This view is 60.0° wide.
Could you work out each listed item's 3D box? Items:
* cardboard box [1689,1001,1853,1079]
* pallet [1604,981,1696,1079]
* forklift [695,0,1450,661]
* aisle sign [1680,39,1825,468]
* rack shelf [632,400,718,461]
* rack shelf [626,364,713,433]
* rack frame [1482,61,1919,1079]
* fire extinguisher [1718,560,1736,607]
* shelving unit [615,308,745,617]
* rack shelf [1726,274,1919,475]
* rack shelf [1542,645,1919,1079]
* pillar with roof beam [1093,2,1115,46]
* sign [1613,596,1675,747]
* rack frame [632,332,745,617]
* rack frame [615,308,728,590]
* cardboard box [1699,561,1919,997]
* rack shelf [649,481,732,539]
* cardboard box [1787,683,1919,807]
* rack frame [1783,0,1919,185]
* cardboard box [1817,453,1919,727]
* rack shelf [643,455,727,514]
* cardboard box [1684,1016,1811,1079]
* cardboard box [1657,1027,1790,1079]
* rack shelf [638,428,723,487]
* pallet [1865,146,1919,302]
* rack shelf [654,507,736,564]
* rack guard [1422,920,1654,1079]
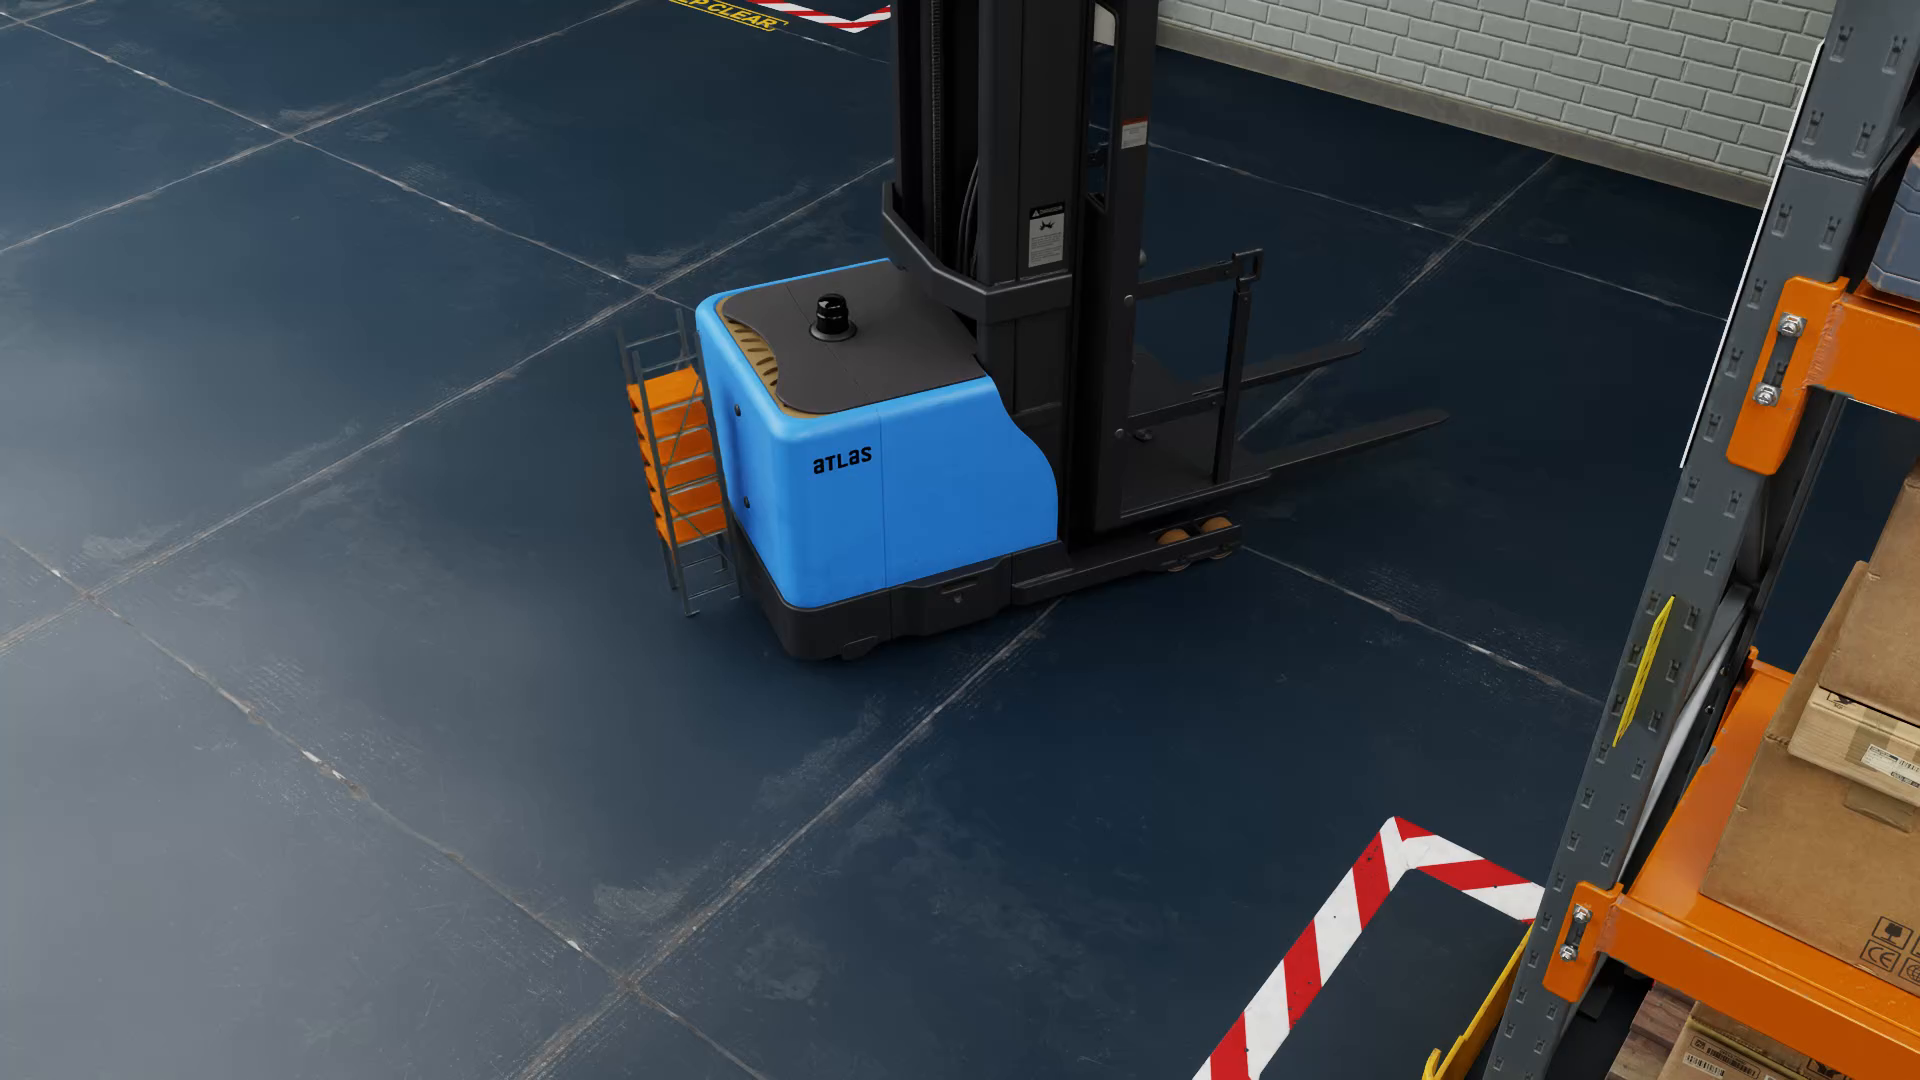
[{"bbox_3d":[2.271,1.038,4.273,0.500,0.500,0.500,25,45,29],"label":"cardboard box"},{"bbox_3d":[2.297,1.724,4.376,1.213,0.211,1.003,25,45,29],"label":"pallet"},{"bbox_3d":[0.568,-1.311,6.047,3.031,2.935,1.130,-15,41,-19],"label":"forklift"},{"bbox_3d":[1.426,-0.538,2.895,0.004,0.787,0.394,25,45,29],"label":"aisle sign"},{"bbox_3d":[-1.022,-0.409,5.972,0.258,0.103,0.180,-20,42,-19],"label":"rack shelf"},{"bbox_3d":[-1.028,-0.502,5.896,0.258,0.103,0.180,-20,42,-19],"label":"rack shelf"},{"bbox_3d":[1.665,0.361,3.856,0.127,3.000,1.000,25,45,29],"label":"rack frame"},{"bbox_3d":[1.853,0.119,4.227,0.183,0.674,0.296,25,45,29],"label":"fire extinguisher"},{"bbox_3d":[-1.013,-0.258,6.096,0.258,1.200,0.189,-20,42,-19],"label":"shelving unit"},{"bbox_3d":[3.253,0.212,2.197,4.000,0.370,1.077,25,45,29],"label":"rack shelf"},{"bbox_3d":[3.253,1.393,3.121,4.000,0.370,1.077,25,45,29],"label":"rack shelf"},{"bbox_3d":[-1.629,-4.729,5.491,0.400,9.000,9.100,25,45,29],"label":"pillar with roof beam"},{"bbox_3d":[1.323,0.258,3.221,0.005,0.325,0.100,25,45,29],"label":"sign"},{"bbox_3d":[-0.971,-0.208,6.031,0.240,1.200,0.006,-20,42,-19],"label":"rack frame"},{"bbox_3d":[-1.054,-0.309,6.160,0.240,1.200,0.006,-20,42,-19],"label":"rack frame"},{"bbox_3d":[2.028,0.502,3.594,0.500,0.500,0.700,25,45,29],"label":"cardboard box"},{"bbox_3d":[-1.005,-0.131,6.200,0.258,0.103,0.180,-20,42,-19],"label":"rack shelf"},{"bbox_3d":[1.845,0.318,3.303,0.250,0.149,0.380,25,44,28],"label":"cardboard box"},{"bbox_3d":[1.665,-2.002,2.007,0.127,3.000,1.000,25,45,29],"label":"rack frame"},{"bbox_3d":[2.070,0.011,3.169,0.500,0.500,0.700,25,45,29],"label":"cardboard box"},{"bbox_3d":[-1.010,-0.224,6.124,0.258,0.103,0.180,-20,42,-19],"label":"rack shelf"},{"bbox_3d":[2.270,1.334,4.503,0.500,0.250,0.500,25,45,29],"label":"cardboard box"},{"bbox_3d":[1.955,1.588,4.179,0.500,0.250,0.500,25,45,29],"label":"cardboard box"},{"bbox_3d":[-1.016,-0.317,6.048,0.258,0.103,0.180,-20,42,-19],"label":"rack shelf"},{"bbox_3d":[2.210,-0.508,2.604,1.213,0.211,1.003,25,45,29],"label":"pallet"},{"bbox_3d":[-0.999,-0.039,6.276,0.258,0.103,0.180,-20,42,-19],"label":"rack shelf"},{"bbox_3d":[1.645,1.336,4.638,0.348,0.500,1.175,25,45,29],"label":"rack guard"}]
